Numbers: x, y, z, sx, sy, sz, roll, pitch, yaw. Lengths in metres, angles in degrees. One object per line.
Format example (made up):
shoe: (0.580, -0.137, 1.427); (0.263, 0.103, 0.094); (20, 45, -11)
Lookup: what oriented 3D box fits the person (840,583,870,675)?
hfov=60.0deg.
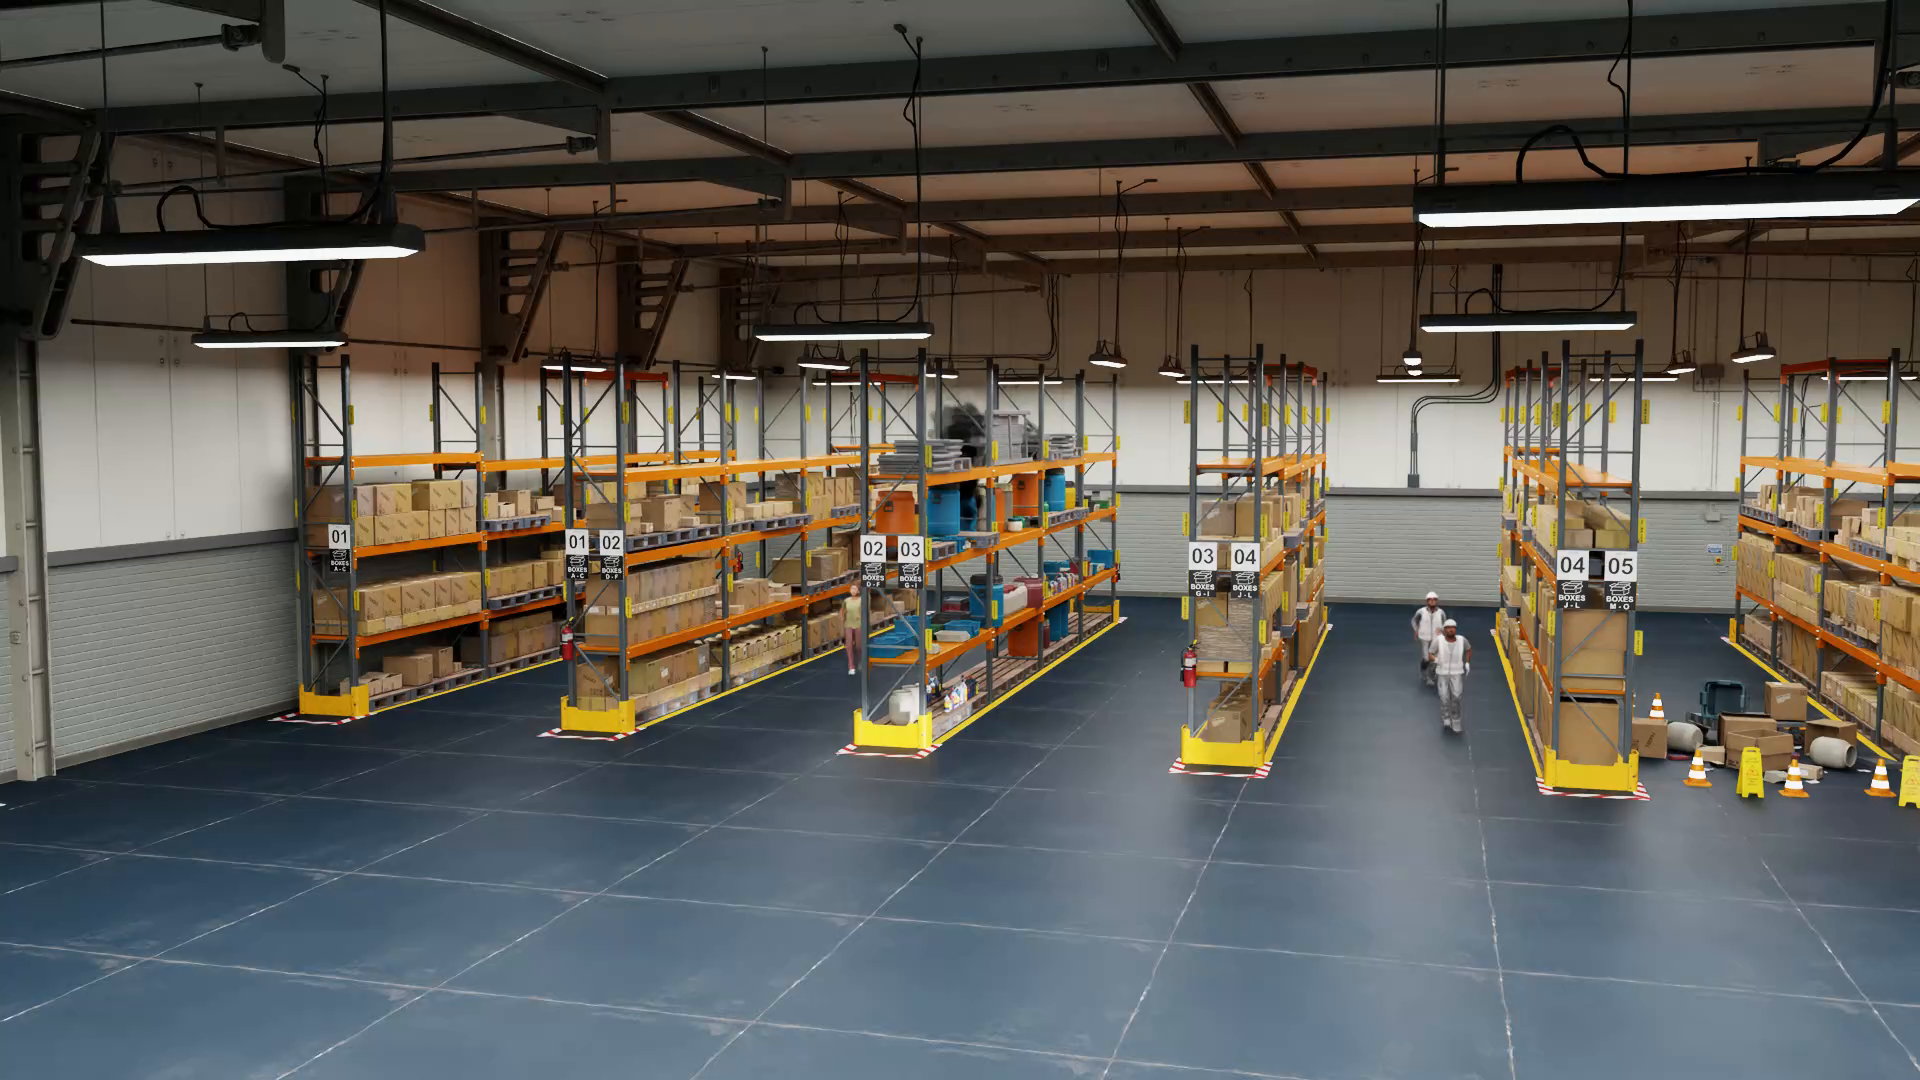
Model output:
person: (-1.934, 1.612, 30.380); (0.588, 1.645, 0.727); (1, 4, 8)

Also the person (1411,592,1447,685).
person: (8.684, 1.830, 30.681); (0.644, 1.730, 0.591); (1, 4, 7)

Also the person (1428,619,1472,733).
person: (7.745, 2.157, 26.326); (0.672, 1.815, 0.718); (1, 4, 17)
